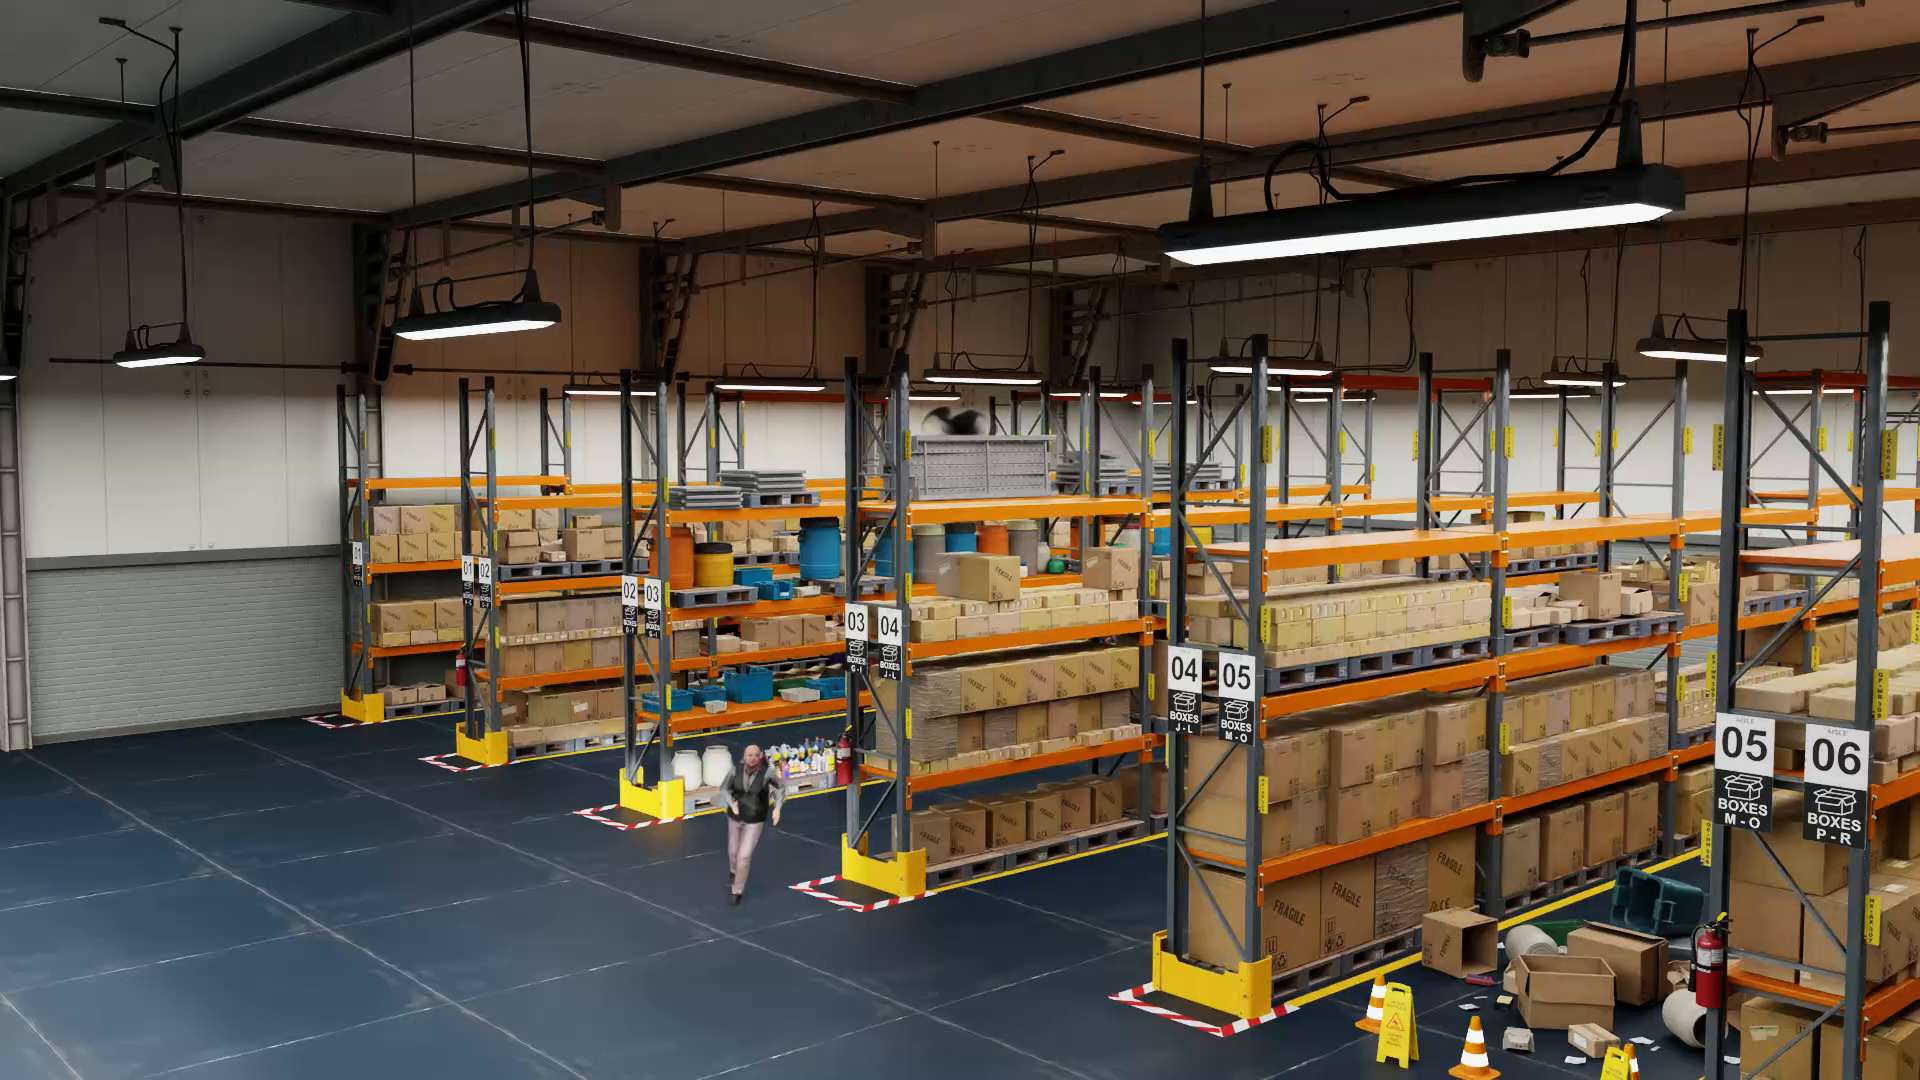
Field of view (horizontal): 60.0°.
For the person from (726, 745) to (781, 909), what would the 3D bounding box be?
[{"bbox_3d":[-2.309,3.111,18.360,0.690,1.741,0.854,0,4,6],"label":"person"}]
